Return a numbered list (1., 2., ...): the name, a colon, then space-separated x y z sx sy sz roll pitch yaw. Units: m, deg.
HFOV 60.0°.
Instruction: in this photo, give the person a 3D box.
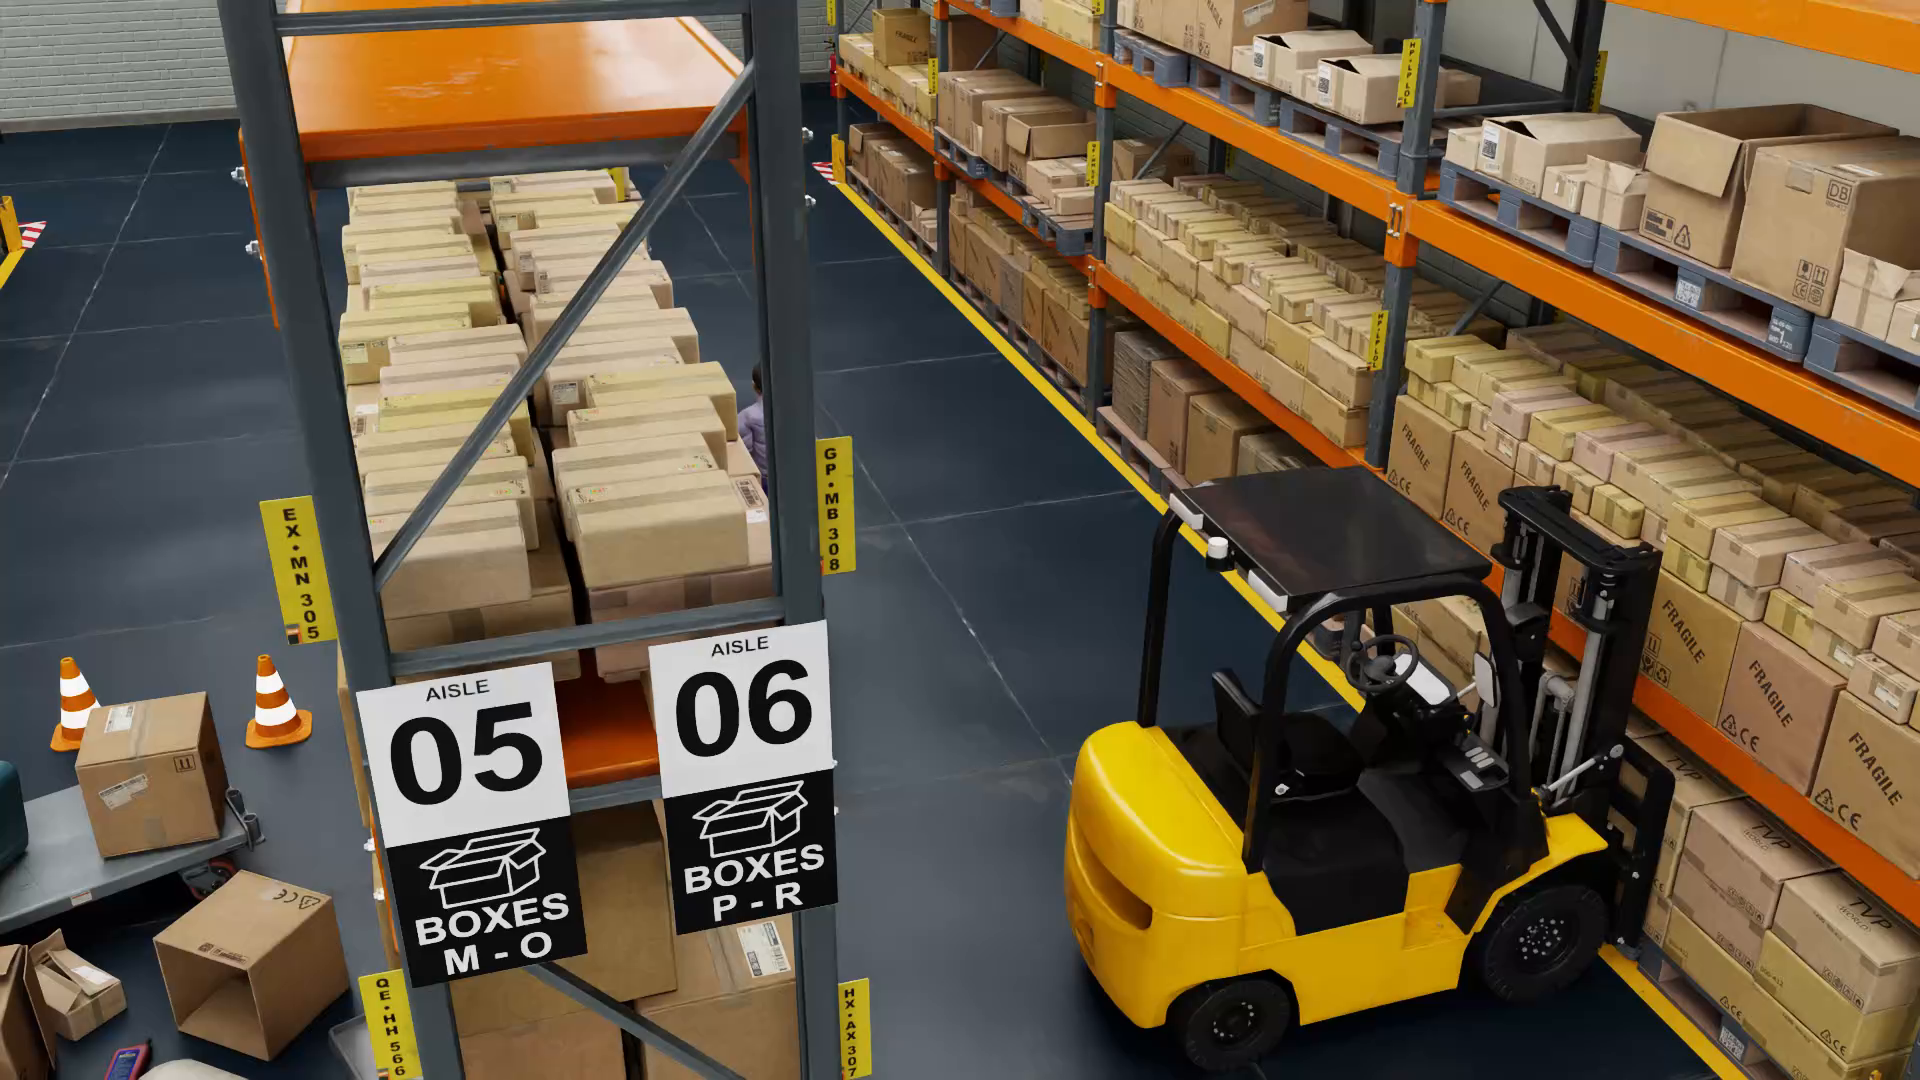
1. person: -1.086 -0.286 9.931 0.541 1.652 0.413 -8 28 -16
